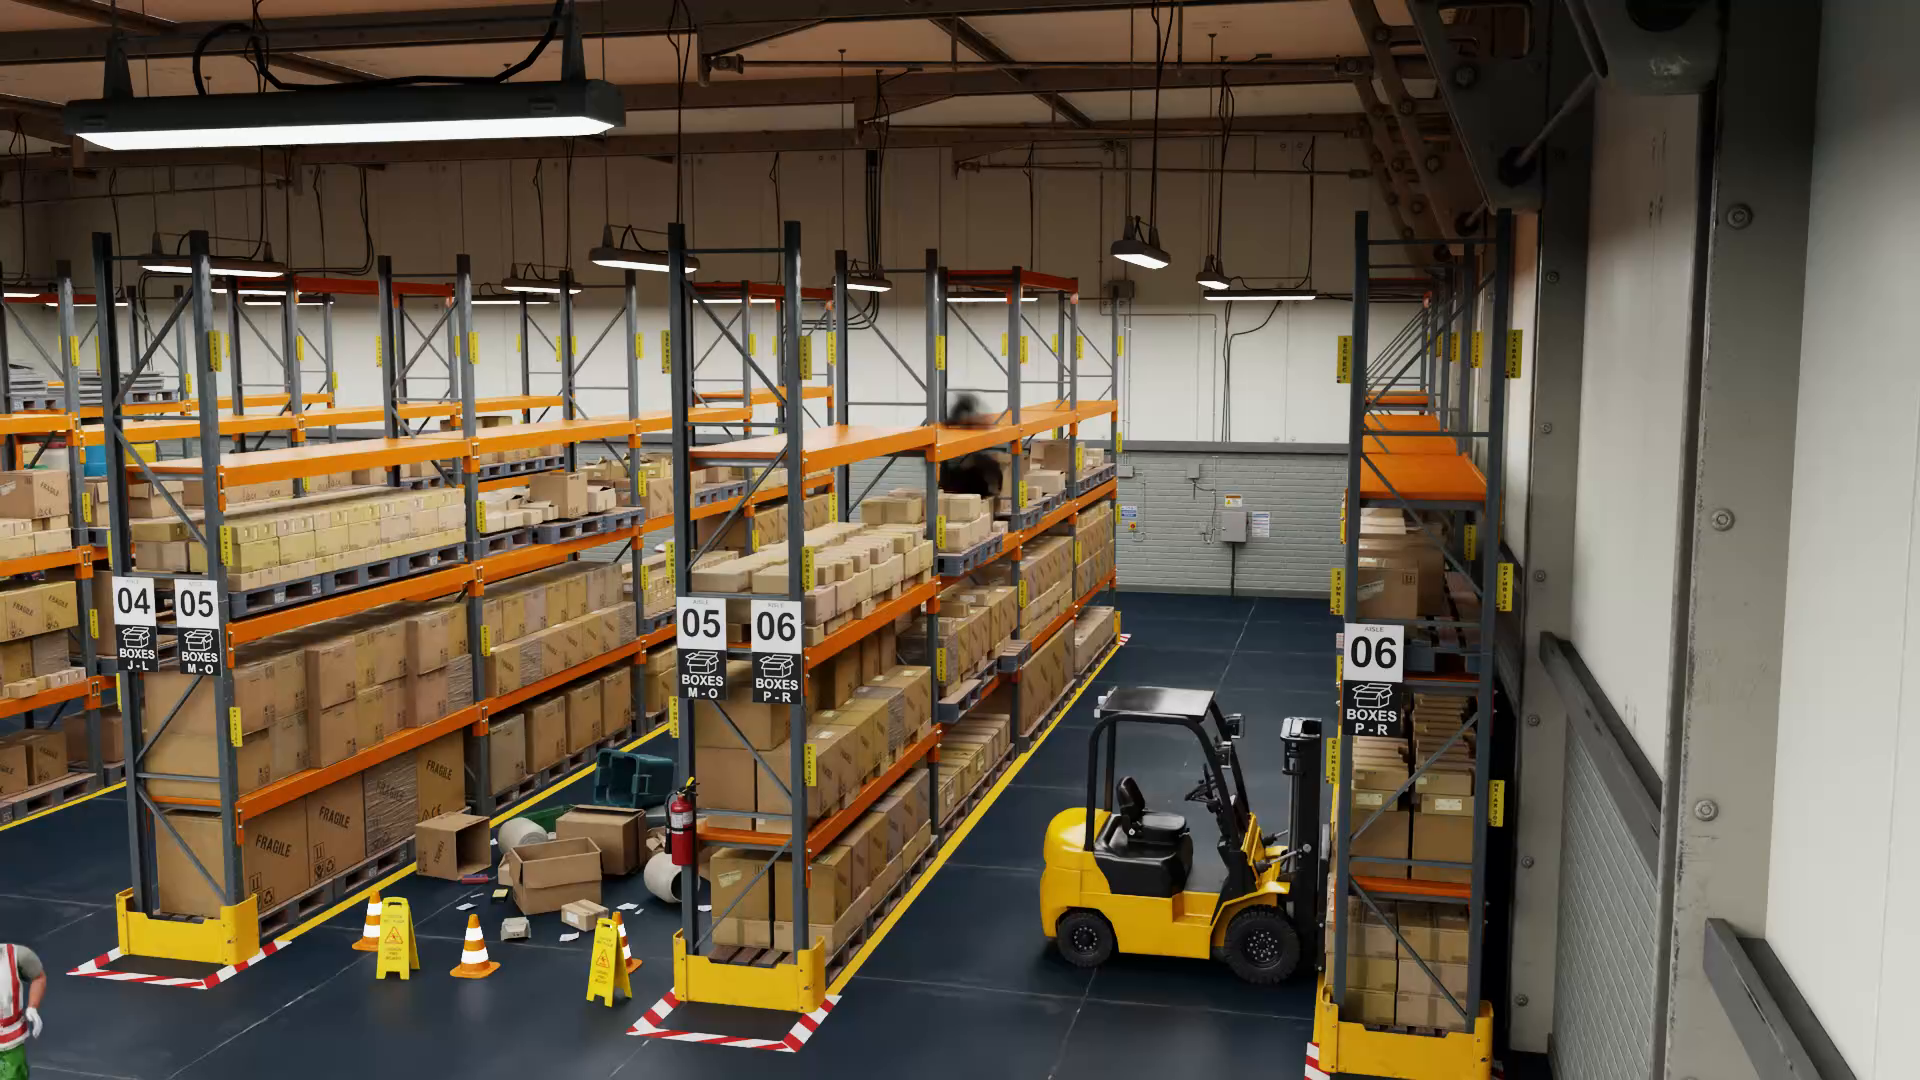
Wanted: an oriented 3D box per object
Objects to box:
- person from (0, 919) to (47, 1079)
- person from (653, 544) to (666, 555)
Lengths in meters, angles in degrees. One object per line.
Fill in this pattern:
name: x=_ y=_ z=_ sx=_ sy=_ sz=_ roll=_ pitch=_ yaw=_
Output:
person: x=-5.894 y=3.070 z=10.127 sx=0.654 sy=1.759 sz=0.814 roll=-5 pitch=8 yaw=-34
person: x=-4.940 y=0.937 z=27.664 sx=0.701 sy=1.734 sz=0.651 roll=3 pitch=7 yaw=21
